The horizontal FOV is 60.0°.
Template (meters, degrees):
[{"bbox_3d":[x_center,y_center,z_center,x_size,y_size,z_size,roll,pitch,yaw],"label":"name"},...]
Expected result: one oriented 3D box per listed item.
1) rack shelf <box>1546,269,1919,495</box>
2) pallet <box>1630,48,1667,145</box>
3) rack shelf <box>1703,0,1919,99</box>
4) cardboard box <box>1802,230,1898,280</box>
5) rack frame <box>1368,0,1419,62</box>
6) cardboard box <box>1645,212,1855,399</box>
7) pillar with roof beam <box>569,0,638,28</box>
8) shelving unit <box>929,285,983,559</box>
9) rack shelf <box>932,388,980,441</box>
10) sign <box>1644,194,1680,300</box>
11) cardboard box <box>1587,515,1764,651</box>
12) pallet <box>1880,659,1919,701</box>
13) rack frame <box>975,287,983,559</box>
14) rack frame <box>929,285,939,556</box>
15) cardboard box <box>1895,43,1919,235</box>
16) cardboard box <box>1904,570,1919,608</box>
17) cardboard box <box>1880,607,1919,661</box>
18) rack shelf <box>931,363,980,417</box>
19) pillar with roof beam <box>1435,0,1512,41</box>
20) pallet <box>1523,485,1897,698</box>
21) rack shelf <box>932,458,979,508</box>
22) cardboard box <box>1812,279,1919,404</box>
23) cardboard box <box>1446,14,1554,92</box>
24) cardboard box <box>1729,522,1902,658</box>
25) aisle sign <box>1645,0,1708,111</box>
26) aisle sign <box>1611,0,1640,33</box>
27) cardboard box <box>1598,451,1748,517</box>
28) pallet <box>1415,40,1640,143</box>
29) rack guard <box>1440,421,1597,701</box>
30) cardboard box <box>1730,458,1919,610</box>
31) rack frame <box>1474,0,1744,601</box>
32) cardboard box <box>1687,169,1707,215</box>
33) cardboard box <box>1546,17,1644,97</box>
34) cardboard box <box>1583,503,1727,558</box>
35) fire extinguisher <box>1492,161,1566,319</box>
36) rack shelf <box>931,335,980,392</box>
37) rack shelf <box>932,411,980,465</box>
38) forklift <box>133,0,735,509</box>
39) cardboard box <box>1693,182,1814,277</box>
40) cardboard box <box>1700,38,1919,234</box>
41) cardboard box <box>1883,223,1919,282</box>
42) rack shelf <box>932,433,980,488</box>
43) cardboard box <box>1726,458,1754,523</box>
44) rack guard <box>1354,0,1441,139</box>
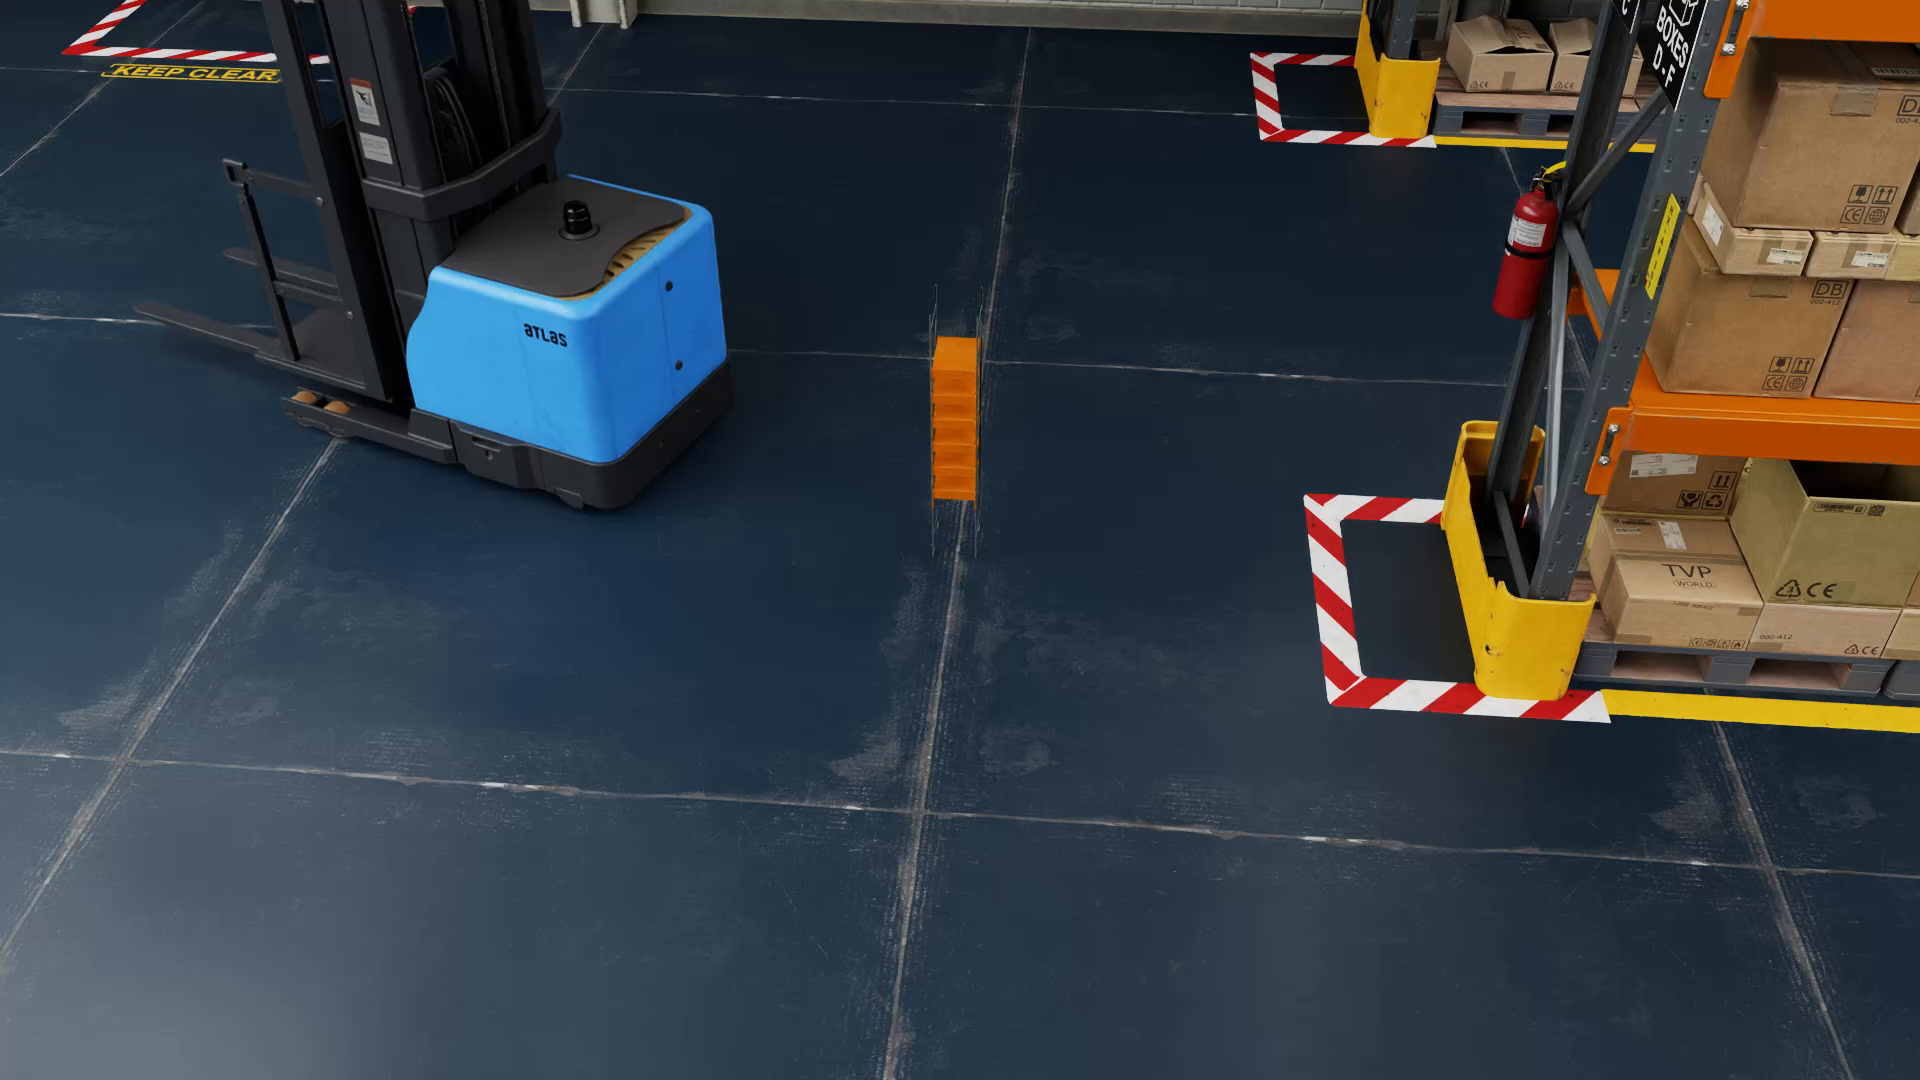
[{"bbox_3d":[4.267,-0.521,6.083,4.000,0.370,1.077,3,39,4],"label":"rack shelf"},{"bbox_3d":[4.792,-2.804,10.528,1.213,0.211,1.003,3,39,4],"label":"pallet"},{"bbox_3d":[4.267,-1.684,5.136,4.000,0.370,1.077,3,39,4],"label":"rack shelf"},{"bbox_3d":[2.910,-1.029,5.545,0.250,0.149,0.380,2,39,3],"label":"cardboard box"},{"bbox_3d":[2.698,-4.024,9.818,0.127,3.000,1.000,3,39,4],"label":"rack frame"},{"bbox_3d":[2.738,-0.914,5.917,0.500,0.500,0.700,3,39,4],"label":"cardboard box"},{"bbox_3d":[-2.879,-4.476,5.621,0.400,9.000,9.100,3,39,4],"label":"pillar with roof beam"},{"bbox_3d":[-0.014,-0.466,6.872,0.189,1.200,0.258,3,39,4],"label":"shelving unit"},{"bbox_3d":[-0.014,-0.525,6.824,0.180,0.103,0.258,3,39,4],"label":"rack shelf"},{"bbox_3d":[2.220,-0.926,5.263,0.005,0.325,0.100,3,39,4],"label":"sign"},{"bbox_3d":[2.789,0.164,6.518,0.500,0.250,0.500,3,39,4],"label":"cardboard box"},{"bbox_3d":[4.252,0.256,6.768,1.213,0.211,1.003,3,39,4],"label":"pallet"},{"bbox_3d":[0.077,-0.461,6.866,0.006,1.200,0.240,3,39,4],"label":"rack frame"},{"bbox_3d":[-0.106,-0.471,6.878,0.006,1.200,0.240,3,39,4],"label":"rack frame"},{"bbox_3d":[3.315,-1.389,5.473,0.500,0.500,0.700,2,39,3],"label":"cardboard box"},{"bbox_3d":[3.787,-0.082,6.225,0.500,0.500,0.500,3,39,4],"label":"cardboard box"},{"bbox_3d":[3.786,0.217,6.453,0.500,0.250,0.500,3,39,4],"label":"cardboard box"},{"bbox_3d":[-0.014,-0.618,6.749,0.180,0.103,0.258,3,39,4],"label":"rack shelf"},{"bbox_3d":[3.098,-4.149,5.219,0.400,9.000,9.100,3,39,4],"label":"pillar with roof beam"},{"bbox_3d":[3.040,0.188,6.851,1.213,0.211,1.003,3,39,4],"label":"pallet"},{"bbox_3d":[-0.014,-0.246,7.052,0.180,0.103,0.258,3,39,4],"label":"rack shelf"},{"bbox_3d":[3.262,-0.888,5.886,0.500,0.500,0.700,4,39,5],"label":"cardboard box"},{"bbox_3d":[3.379,-3.058,10.412,0.500,0.311,0.500,-1,39,-1],"label":"cardboard box"},{"bbox_3d":[3.288,0.189,6.487,0.500,0.250,0.500,3,39,4],"label":"cardboard box"},{"bbox_3d":[2.182,-1.728,4.937,0.004,0.787,0.394,3,39,4],"label":"aisle sign"},{"bbox_3d":[2.234,-2.105,5.401,0.004,0.787,0.394,3,39,4],"label":"aisle sign"},{"bbox_3d":[2.834,-0.454,6.683,0.500,0.500,0.500,3,39,4],"label":"cardboard box"},{"bbox_3d":[3.580,-2.872,10.611,1.213,0.211,1.003,3,39,4],"label":"pallet"},{"bbox_3d":[2.250,0.060,6.781,0.348,0.500,1.175,3,39,4],"label":"rack guard"},{"bbox_3d":[3.288,-0.101,6.249,0.500,0.500,0.500,3,39,4],"label":"cardboard box"},{"bbox_3d":[2.274,-0.909,5.990,0.127,3.000,1.000,3,39,4],"label":"rack frame"},{"bbox_3d":[2.671,-1.298,5.875,0.250,0.149,0.380,3,39,3],"label":"cardboard box"},{"bbox_3d":[3.947,-3.027,10.374,0.500,0.311,0.500,6,40,8],"label":"cardboard box"},{"bbox_3d":[2.834,-0.162,6.918,0.500,0.250,0.500,3,39,4],"label":"cardboard box"},{"bbox_3d":[2.196,-1.177,6.381,0.183,0.674,0.296,3,39,4],"label":"fire extinguisher"},{"bbox_3d":[-0.014,-0.711,6.673,0.180,0.103,0.258,3,39,4],"label":"rack shelf"},{"bbox_3d":[-0.014,-0.432,6.900,0.180,0.103,0.258,3,39,4],"label":"rack shelf"},{"bbox_3d":[-2.638,-1.906,7.269,3.031,2.935,1.130,17,42,20],"label":"forklift"},{"bbox_3d":[2.646,-1.042,5.561,0.250,0.149,0.380,3,39,4],"label":"cardboard box"},{"bbox_3d":[2.791,-1.414,5.504,0.500,0.500,0.700,3,39,4],"label":"cardboard box"},{"bbox_3d":[3.158,-1.015,5.528,0.250,0.149,0.380,3,39,4],"label":"cardboard box"},{"bbox_3d":[-0.014,-0.339,6.976,0.180,0.103,0.258,3,39,4],"label":"rack shelf"},{"bbox_3d":[3.333,-0.142,6.894,0.500,0.250,0.500,3,39,4],"label":"cardboard box"},{"bbox_3d":[2.774,-3.051,10.602,0.348,0.500,1.175,3,39,4],"label":"rack guard"}]
